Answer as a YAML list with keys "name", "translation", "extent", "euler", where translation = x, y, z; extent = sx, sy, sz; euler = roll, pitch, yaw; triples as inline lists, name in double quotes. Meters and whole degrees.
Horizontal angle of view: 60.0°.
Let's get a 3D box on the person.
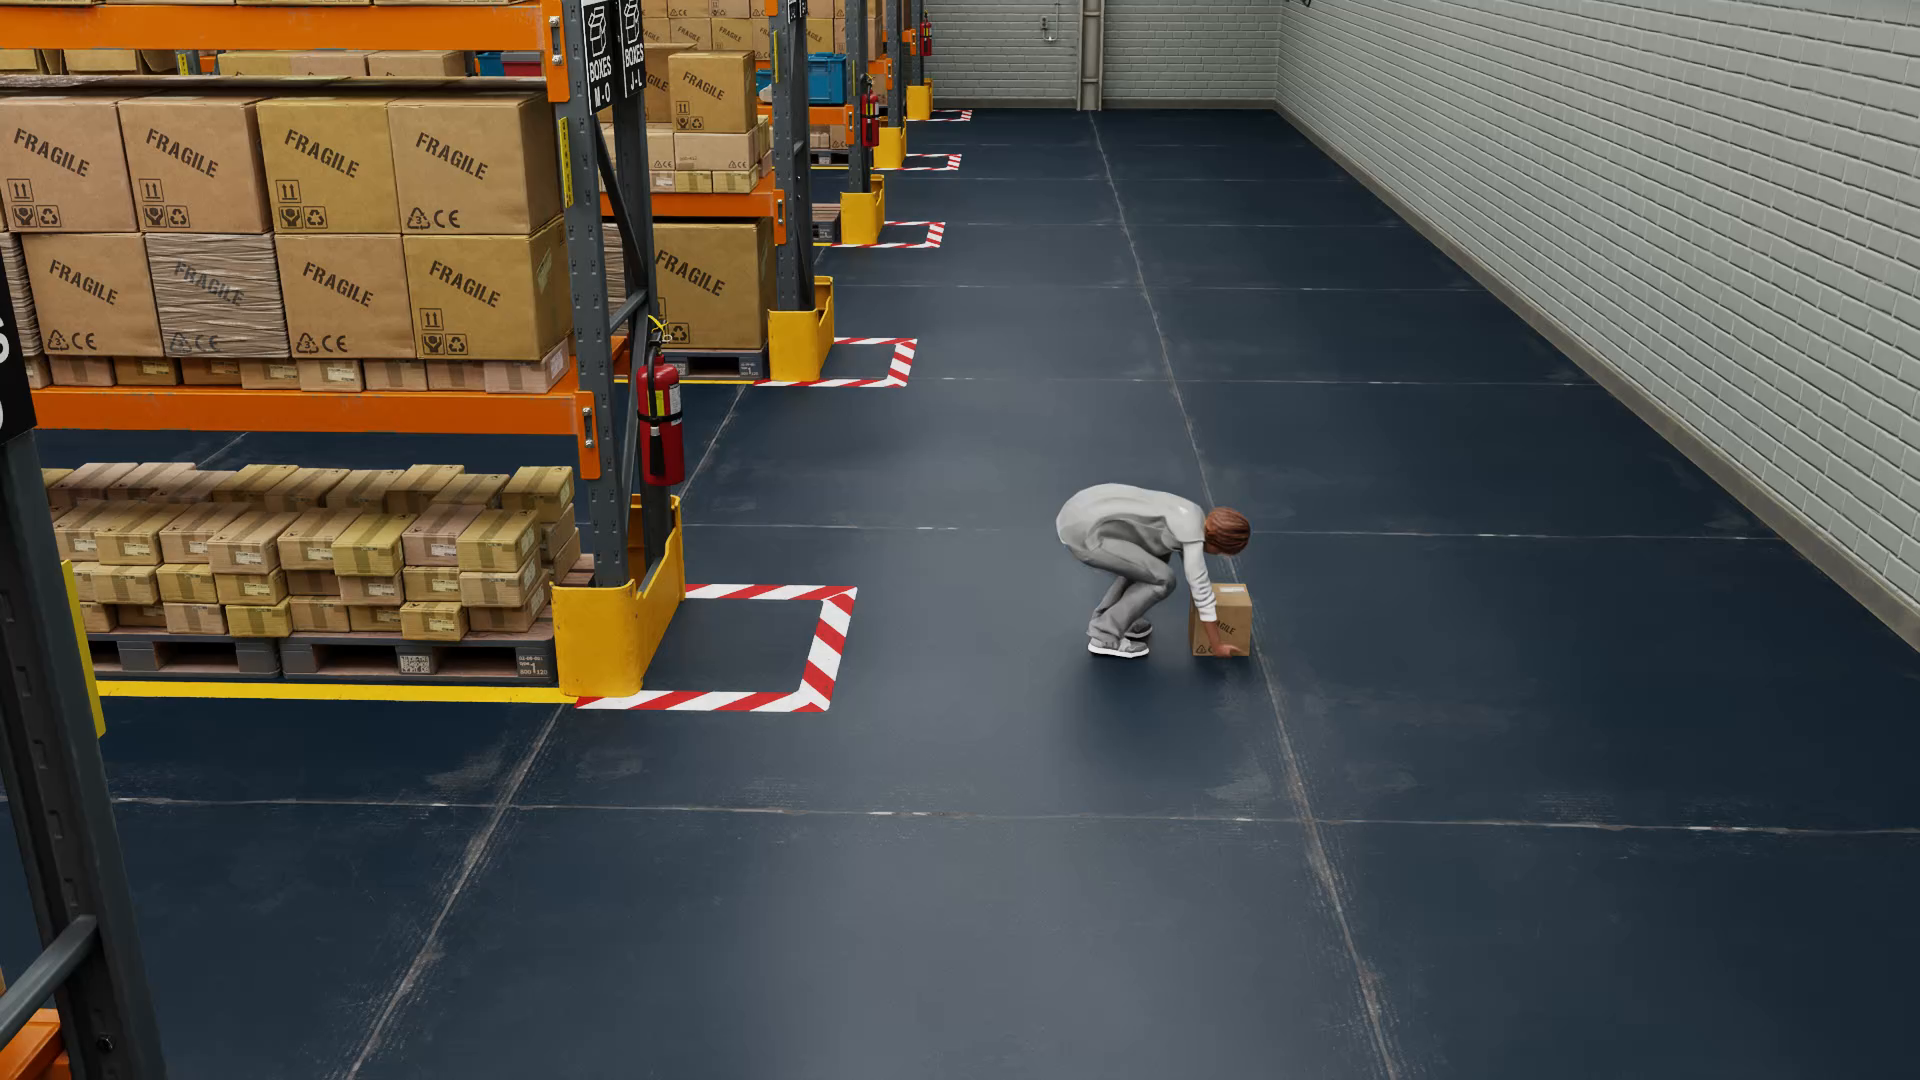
- name: "person"
  translation: [0.858, 0.133, 7.446]
  extent: [0.871, 0.779, 0.422]
  euler: [0, 21, 0]
